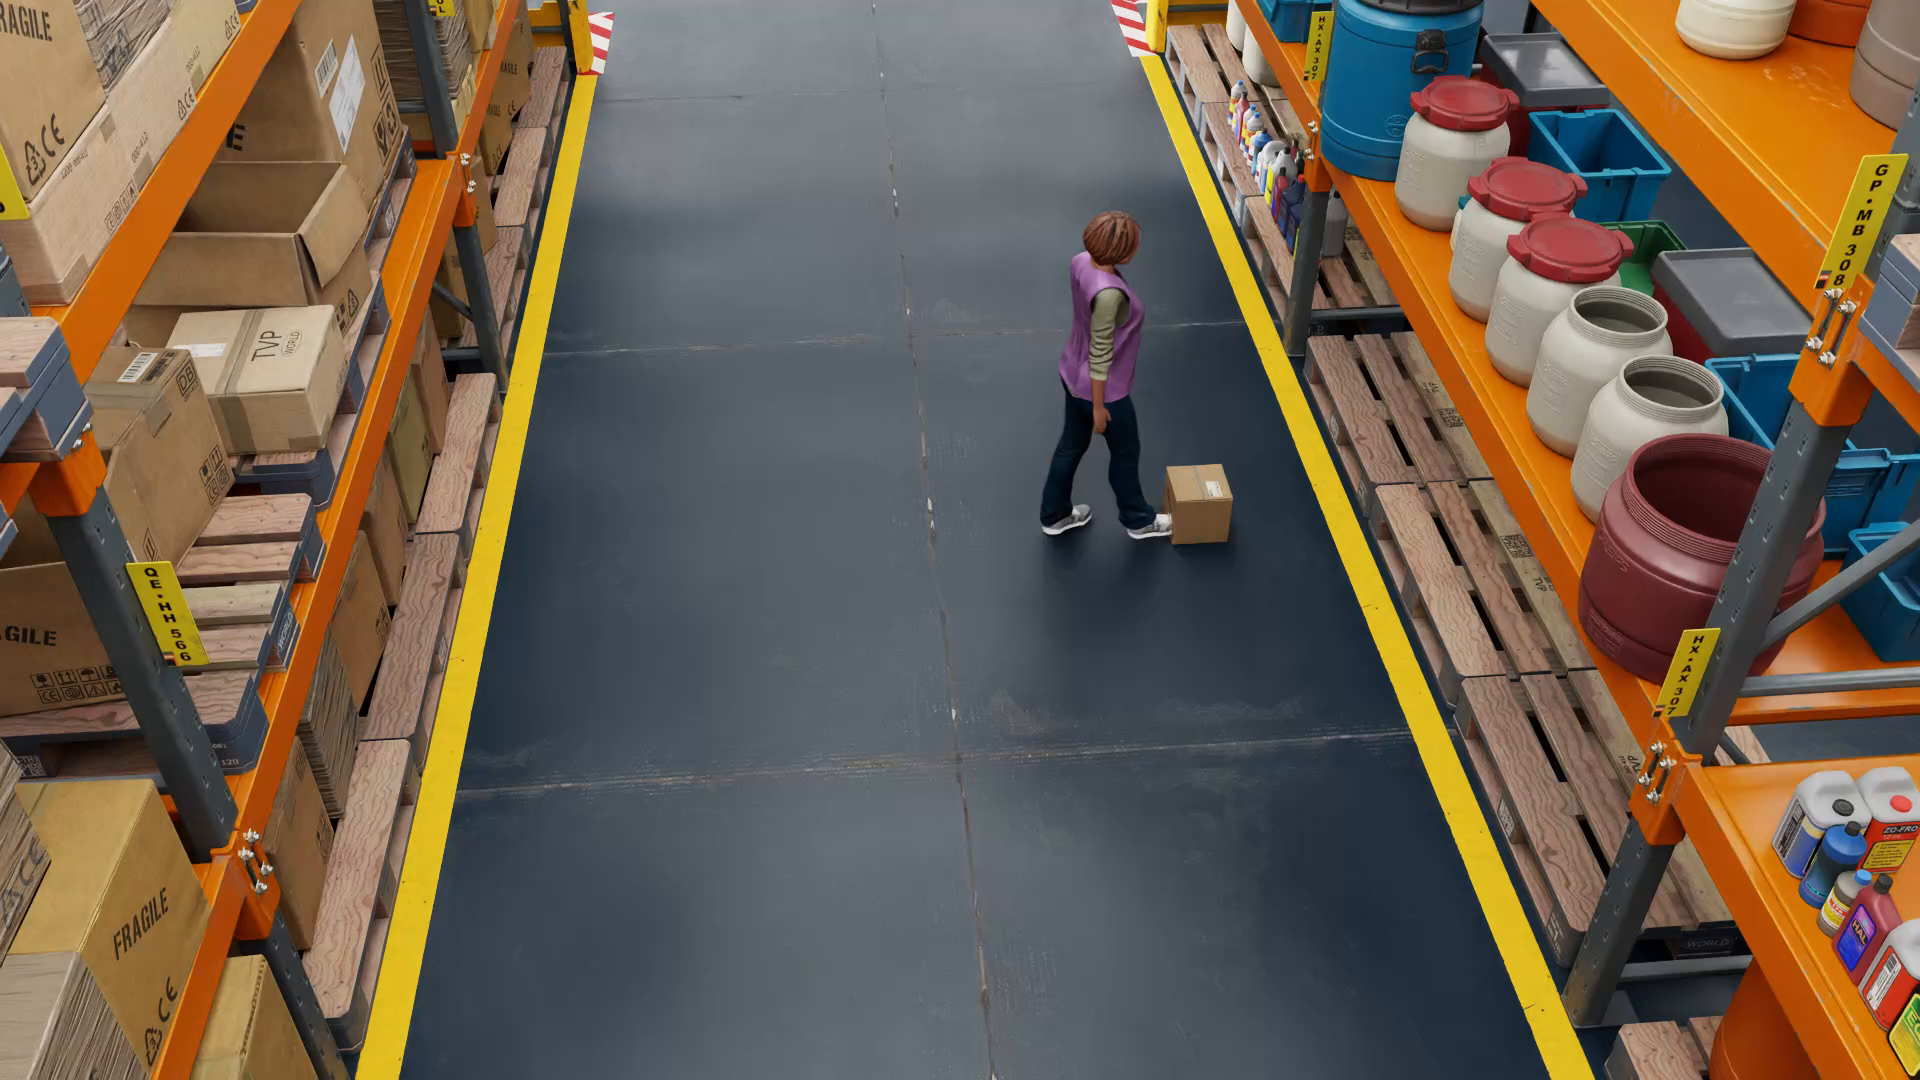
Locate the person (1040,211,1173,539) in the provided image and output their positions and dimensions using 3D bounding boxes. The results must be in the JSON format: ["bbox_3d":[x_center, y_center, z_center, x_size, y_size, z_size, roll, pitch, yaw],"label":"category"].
[{"bbox_3d":[0.660,-0.678,6.969,0.637,1.590,0.429,-12,41,-14],"label":"person"}]
